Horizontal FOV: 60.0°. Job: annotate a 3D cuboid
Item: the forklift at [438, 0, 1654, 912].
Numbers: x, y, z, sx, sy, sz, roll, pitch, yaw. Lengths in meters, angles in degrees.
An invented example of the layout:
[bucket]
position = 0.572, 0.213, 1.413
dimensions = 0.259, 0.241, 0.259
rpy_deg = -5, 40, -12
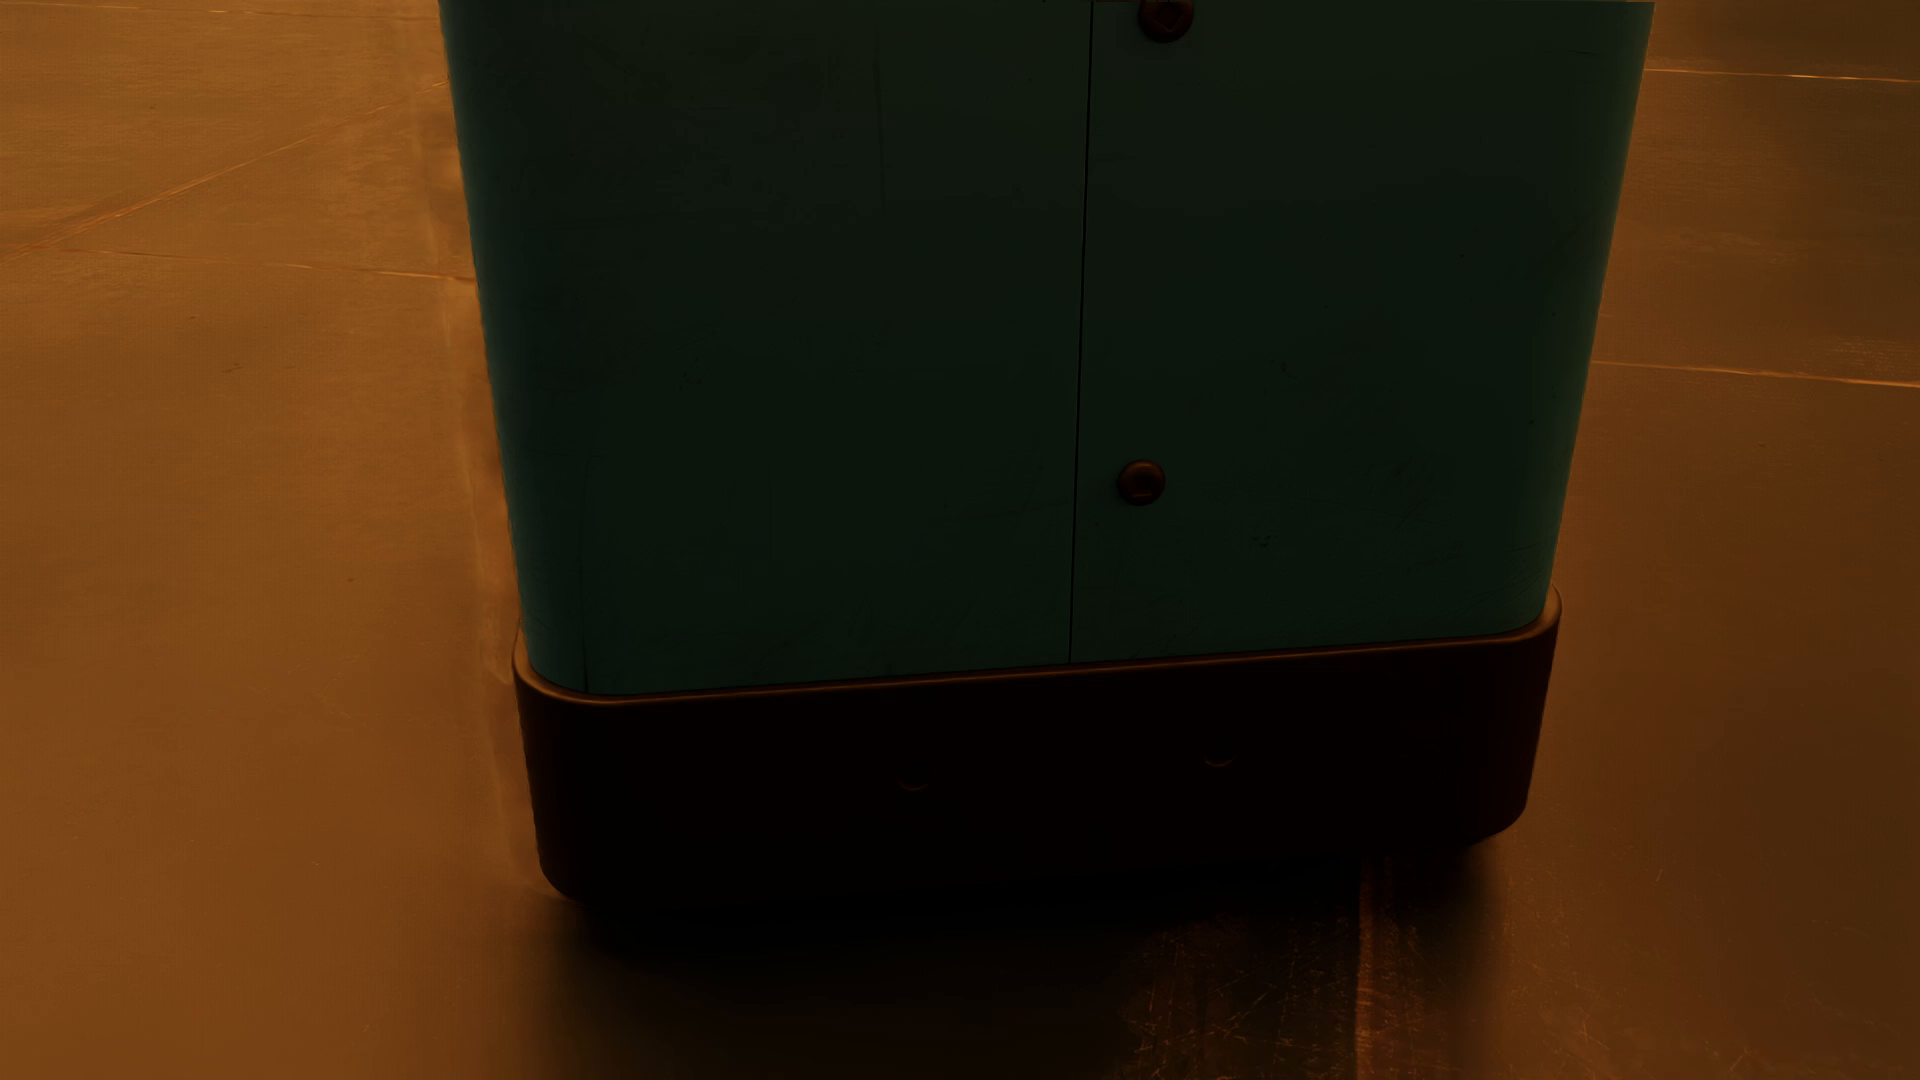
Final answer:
[forklift]
position = -0.095, -1.583, 2.383
dimensions = 1.130, 2.935, 3.031
rpy_deg = -3, 27, -7
